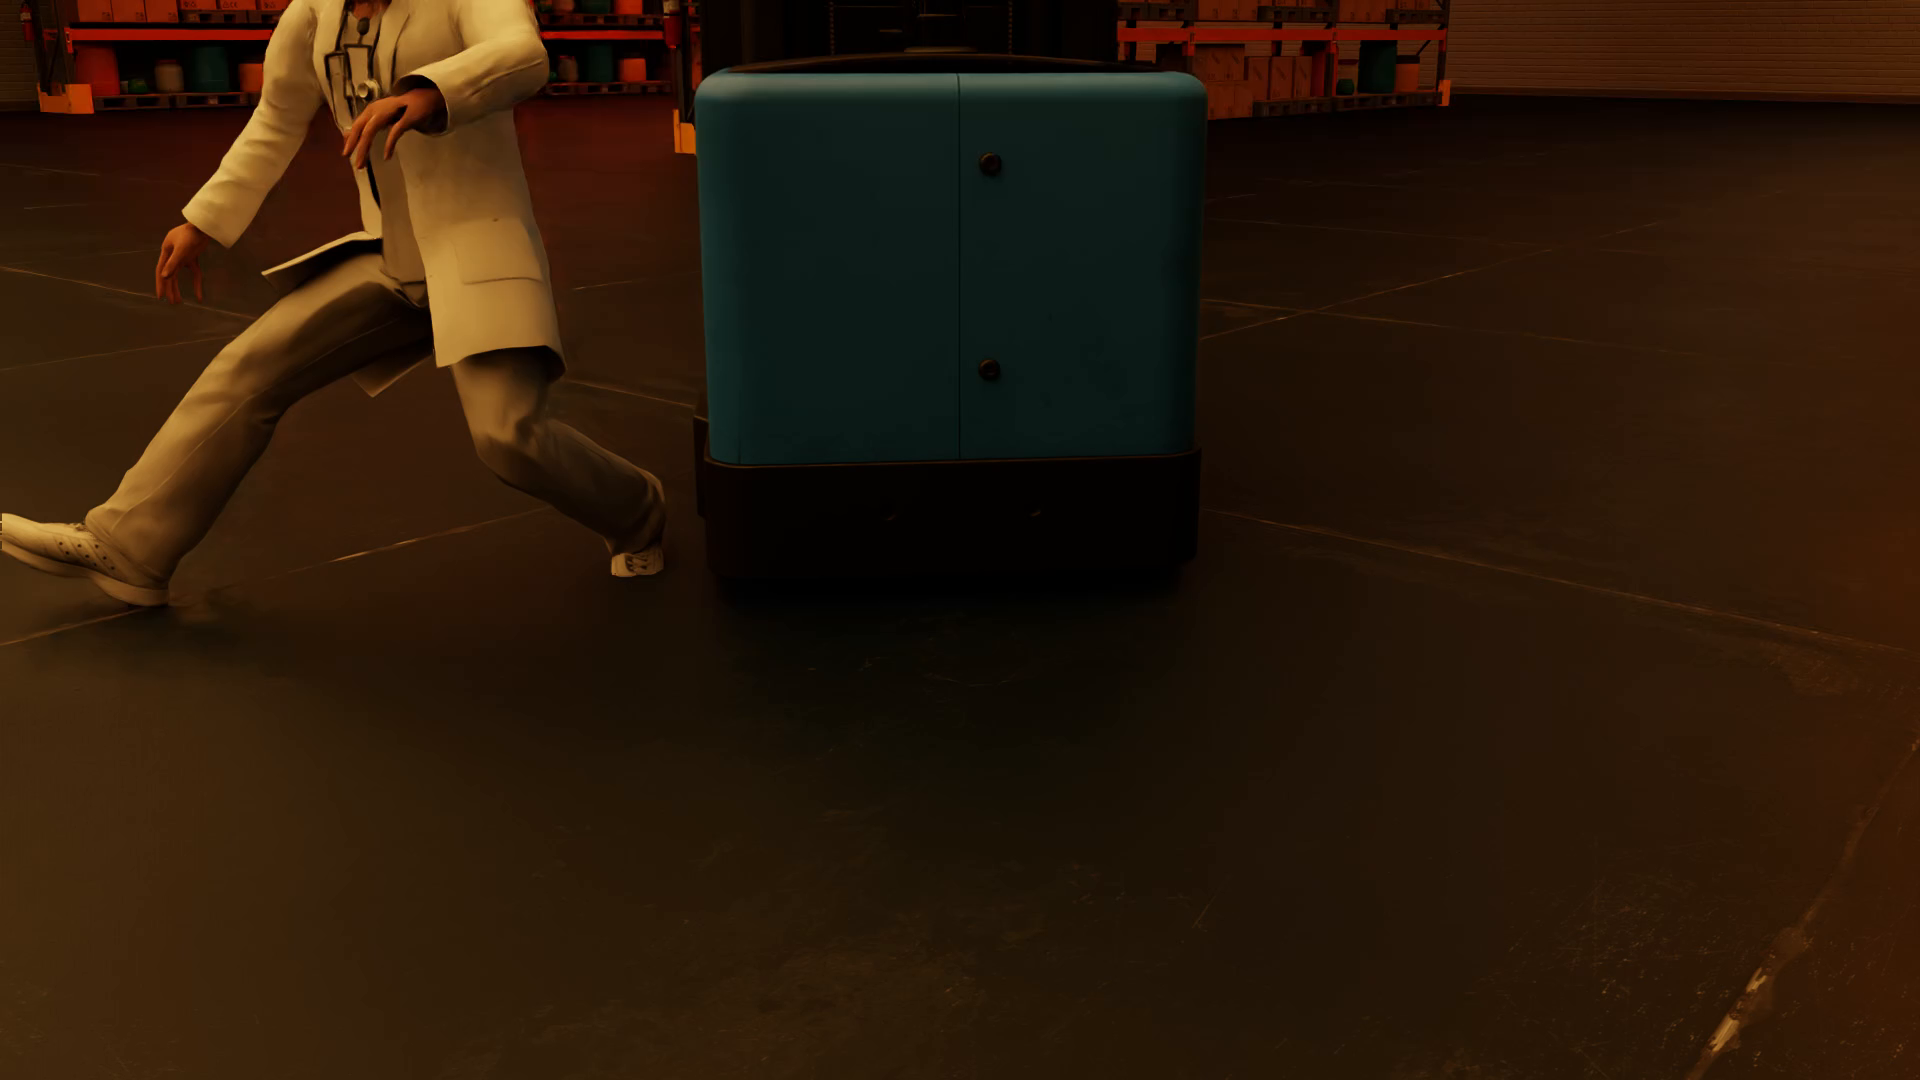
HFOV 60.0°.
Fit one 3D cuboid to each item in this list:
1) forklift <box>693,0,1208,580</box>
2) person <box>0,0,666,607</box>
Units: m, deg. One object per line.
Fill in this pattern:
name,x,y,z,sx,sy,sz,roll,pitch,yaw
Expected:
forklift,-0.159,-1.702,4.502,1.130,2.935,3.031,-2,17,-6
person,-1.242,-0.554,3.409,1.105,1.562,1.115,10,20,30
